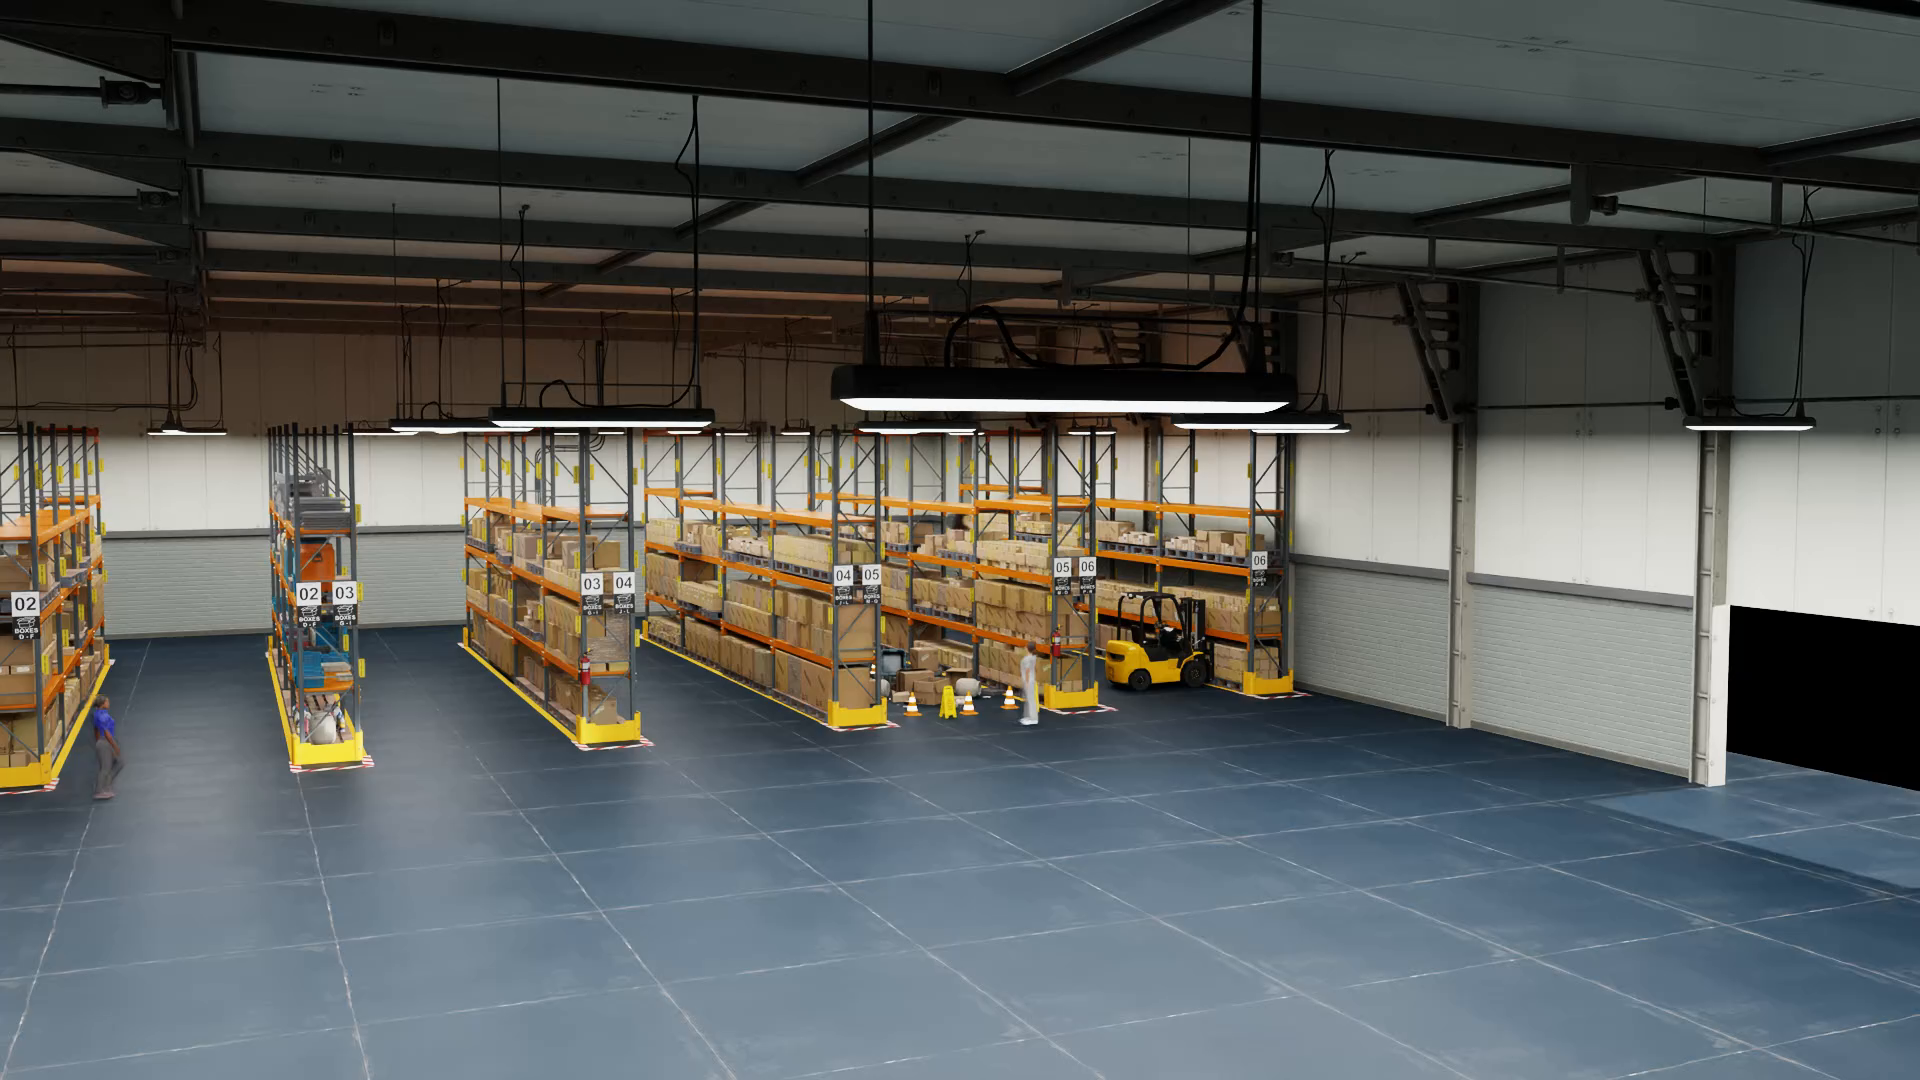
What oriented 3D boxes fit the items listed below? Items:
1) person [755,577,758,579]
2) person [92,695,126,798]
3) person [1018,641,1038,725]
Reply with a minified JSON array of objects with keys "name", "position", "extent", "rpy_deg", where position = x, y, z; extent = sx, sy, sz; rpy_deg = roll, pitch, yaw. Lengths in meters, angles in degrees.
[{"name":"person","position":[-5.744,1.943,47.262],"extent":[0.431,1.774,0.585],"rpy_deg":[-3,5,-40]},{"name":"person","position":[-13.516,3.278,26.380],"extent":[0.463,1.665,0.462],"rpy_deg":[-1,4,-21]},{"name":"person","position":[1.364,2.848,33.300],"extent":[0.416,1.683,0.618],"rpy_deg":[0,4,6]}]
